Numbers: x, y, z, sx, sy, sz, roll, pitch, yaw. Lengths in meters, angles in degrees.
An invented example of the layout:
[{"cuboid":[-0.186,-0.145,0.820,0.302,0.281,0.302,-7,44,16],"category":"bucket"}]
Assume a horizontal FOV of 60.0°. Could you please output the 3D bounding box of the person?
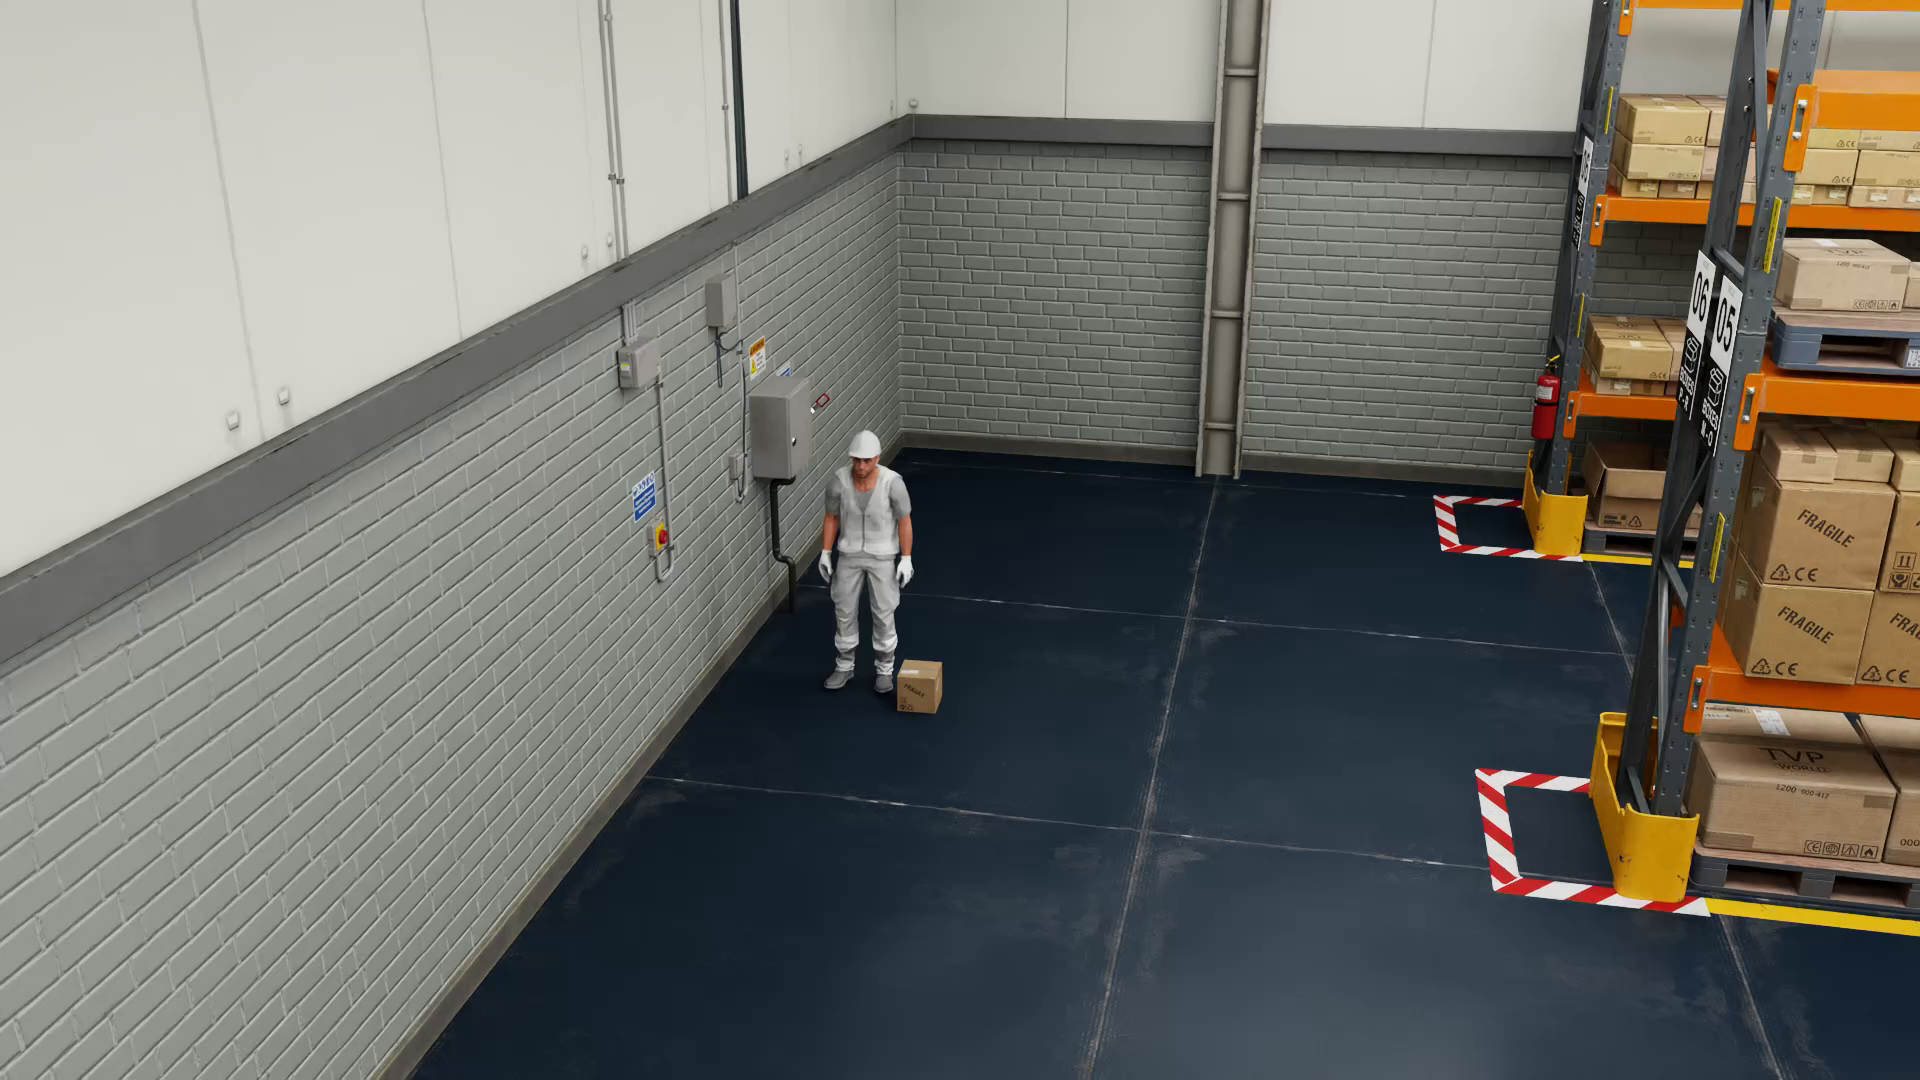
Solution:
[{"cuboid":[-0.604,0.131,10.728,0.623,1.780,0.449,4,22,9],"category":"person"}]
